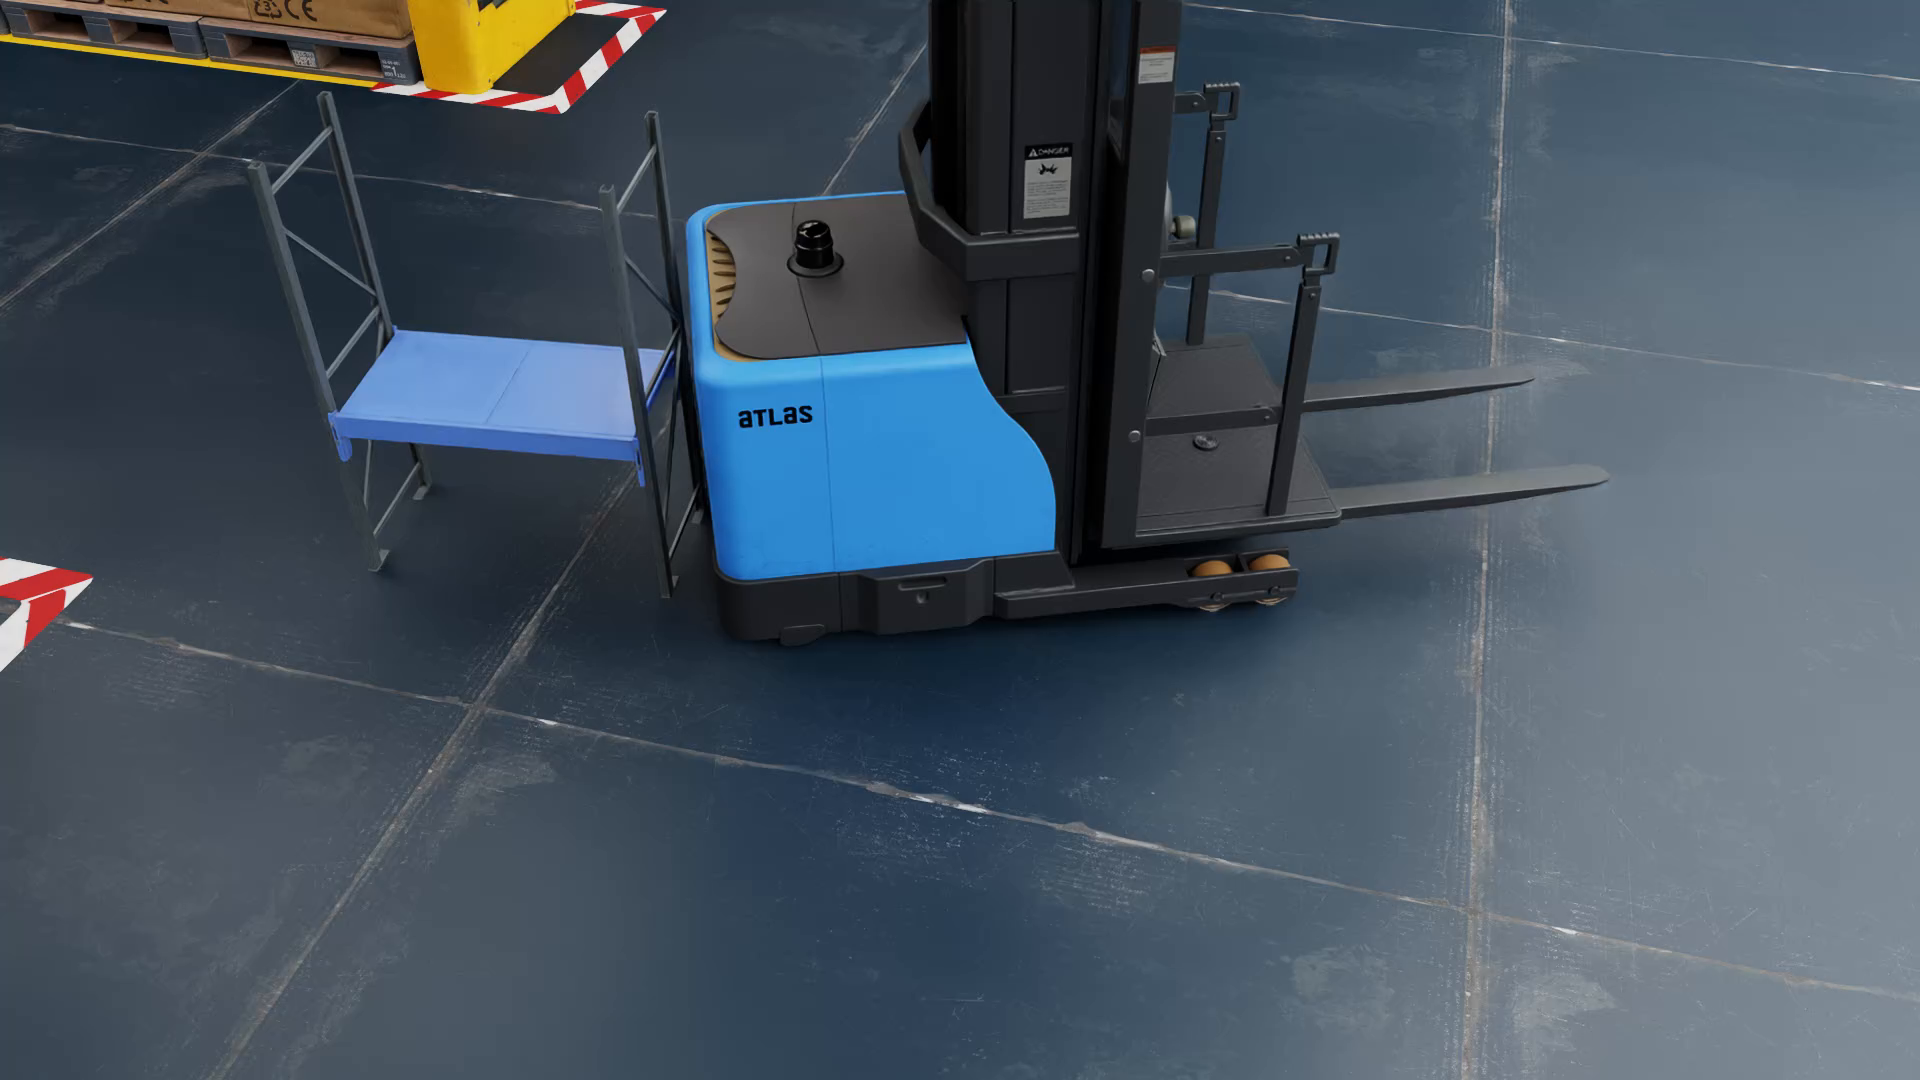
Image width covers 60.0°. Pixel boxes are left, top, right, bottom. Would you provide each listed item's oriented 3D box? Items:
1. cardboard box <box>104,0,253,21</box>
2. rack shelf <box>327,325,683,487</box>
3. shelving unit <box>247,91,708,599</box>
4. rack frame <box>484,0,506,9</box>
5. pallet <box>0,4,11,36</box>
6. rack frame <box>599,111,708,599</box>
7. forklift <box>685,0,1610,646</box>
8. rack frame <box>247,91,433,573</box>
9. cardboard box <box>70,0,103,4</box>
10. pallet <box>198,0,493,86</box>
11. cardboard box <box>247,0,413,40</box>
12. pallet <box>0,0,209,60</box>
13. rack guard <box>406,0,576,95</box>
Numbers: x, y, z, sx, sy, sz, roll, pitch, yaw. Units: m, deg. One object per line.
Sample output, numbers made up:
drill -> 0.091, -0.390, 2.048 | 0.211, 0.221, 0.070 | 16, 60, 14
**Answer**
cardboard box -> -3.986, -3.358, 8.741 | 0.875, 0.875, 0.875 | 9, 41, 11
rack shelf -> -1.446, -0.443, 5.391 | 1.000, 0.185, 0.538 | 5, 40, 6
shelving unit -> -1.446, -0.581, 5.276 | 1.048, 1.500, 0.538 | 5, 40, 6
rack frame -> -2.463, -3.794, 7.935 | 0.127, 3.000, 1.000 | 10, 41, 11
pallet -> -5.613, -3.216, 9.415 | 1.213, 0.211, 1.003 | 10, 41, 11
rack frame -> -0.942, -0.538, 5.224 | 0.032, 1.500, 0.500 | 5, 40, 6
forklift -> 0.666, -1.222, 4.926 | 3.031, 2.935, 1.130 | -6, 40, -7
rack frame -> -1.950, -0.624, 5.327 | 0.032, 1.500, 0.500 | 5, 40, 6
cardboard box -> -4.866, -3.511, 8.923 | 0.875, 0.875, 0.875 | 10, 41, 12
pallet -> -3.256, -2.810, 8.932 | 1.213, 0.211, 1.003 | 10, 41, 11
cardboard box -> -3.135, -3.213, 8.569 | 0.875, 0.875, 0.875 | 10, 41, 12
pallet -> -4.431, -3.015, 9.175 | 1.213, 0.211, 1.003 | 10, 41, 11
rack guard -> -2.440, -2.833, 8.734 | 0.348, 0.500, 1.175 | 10, 41, 11
